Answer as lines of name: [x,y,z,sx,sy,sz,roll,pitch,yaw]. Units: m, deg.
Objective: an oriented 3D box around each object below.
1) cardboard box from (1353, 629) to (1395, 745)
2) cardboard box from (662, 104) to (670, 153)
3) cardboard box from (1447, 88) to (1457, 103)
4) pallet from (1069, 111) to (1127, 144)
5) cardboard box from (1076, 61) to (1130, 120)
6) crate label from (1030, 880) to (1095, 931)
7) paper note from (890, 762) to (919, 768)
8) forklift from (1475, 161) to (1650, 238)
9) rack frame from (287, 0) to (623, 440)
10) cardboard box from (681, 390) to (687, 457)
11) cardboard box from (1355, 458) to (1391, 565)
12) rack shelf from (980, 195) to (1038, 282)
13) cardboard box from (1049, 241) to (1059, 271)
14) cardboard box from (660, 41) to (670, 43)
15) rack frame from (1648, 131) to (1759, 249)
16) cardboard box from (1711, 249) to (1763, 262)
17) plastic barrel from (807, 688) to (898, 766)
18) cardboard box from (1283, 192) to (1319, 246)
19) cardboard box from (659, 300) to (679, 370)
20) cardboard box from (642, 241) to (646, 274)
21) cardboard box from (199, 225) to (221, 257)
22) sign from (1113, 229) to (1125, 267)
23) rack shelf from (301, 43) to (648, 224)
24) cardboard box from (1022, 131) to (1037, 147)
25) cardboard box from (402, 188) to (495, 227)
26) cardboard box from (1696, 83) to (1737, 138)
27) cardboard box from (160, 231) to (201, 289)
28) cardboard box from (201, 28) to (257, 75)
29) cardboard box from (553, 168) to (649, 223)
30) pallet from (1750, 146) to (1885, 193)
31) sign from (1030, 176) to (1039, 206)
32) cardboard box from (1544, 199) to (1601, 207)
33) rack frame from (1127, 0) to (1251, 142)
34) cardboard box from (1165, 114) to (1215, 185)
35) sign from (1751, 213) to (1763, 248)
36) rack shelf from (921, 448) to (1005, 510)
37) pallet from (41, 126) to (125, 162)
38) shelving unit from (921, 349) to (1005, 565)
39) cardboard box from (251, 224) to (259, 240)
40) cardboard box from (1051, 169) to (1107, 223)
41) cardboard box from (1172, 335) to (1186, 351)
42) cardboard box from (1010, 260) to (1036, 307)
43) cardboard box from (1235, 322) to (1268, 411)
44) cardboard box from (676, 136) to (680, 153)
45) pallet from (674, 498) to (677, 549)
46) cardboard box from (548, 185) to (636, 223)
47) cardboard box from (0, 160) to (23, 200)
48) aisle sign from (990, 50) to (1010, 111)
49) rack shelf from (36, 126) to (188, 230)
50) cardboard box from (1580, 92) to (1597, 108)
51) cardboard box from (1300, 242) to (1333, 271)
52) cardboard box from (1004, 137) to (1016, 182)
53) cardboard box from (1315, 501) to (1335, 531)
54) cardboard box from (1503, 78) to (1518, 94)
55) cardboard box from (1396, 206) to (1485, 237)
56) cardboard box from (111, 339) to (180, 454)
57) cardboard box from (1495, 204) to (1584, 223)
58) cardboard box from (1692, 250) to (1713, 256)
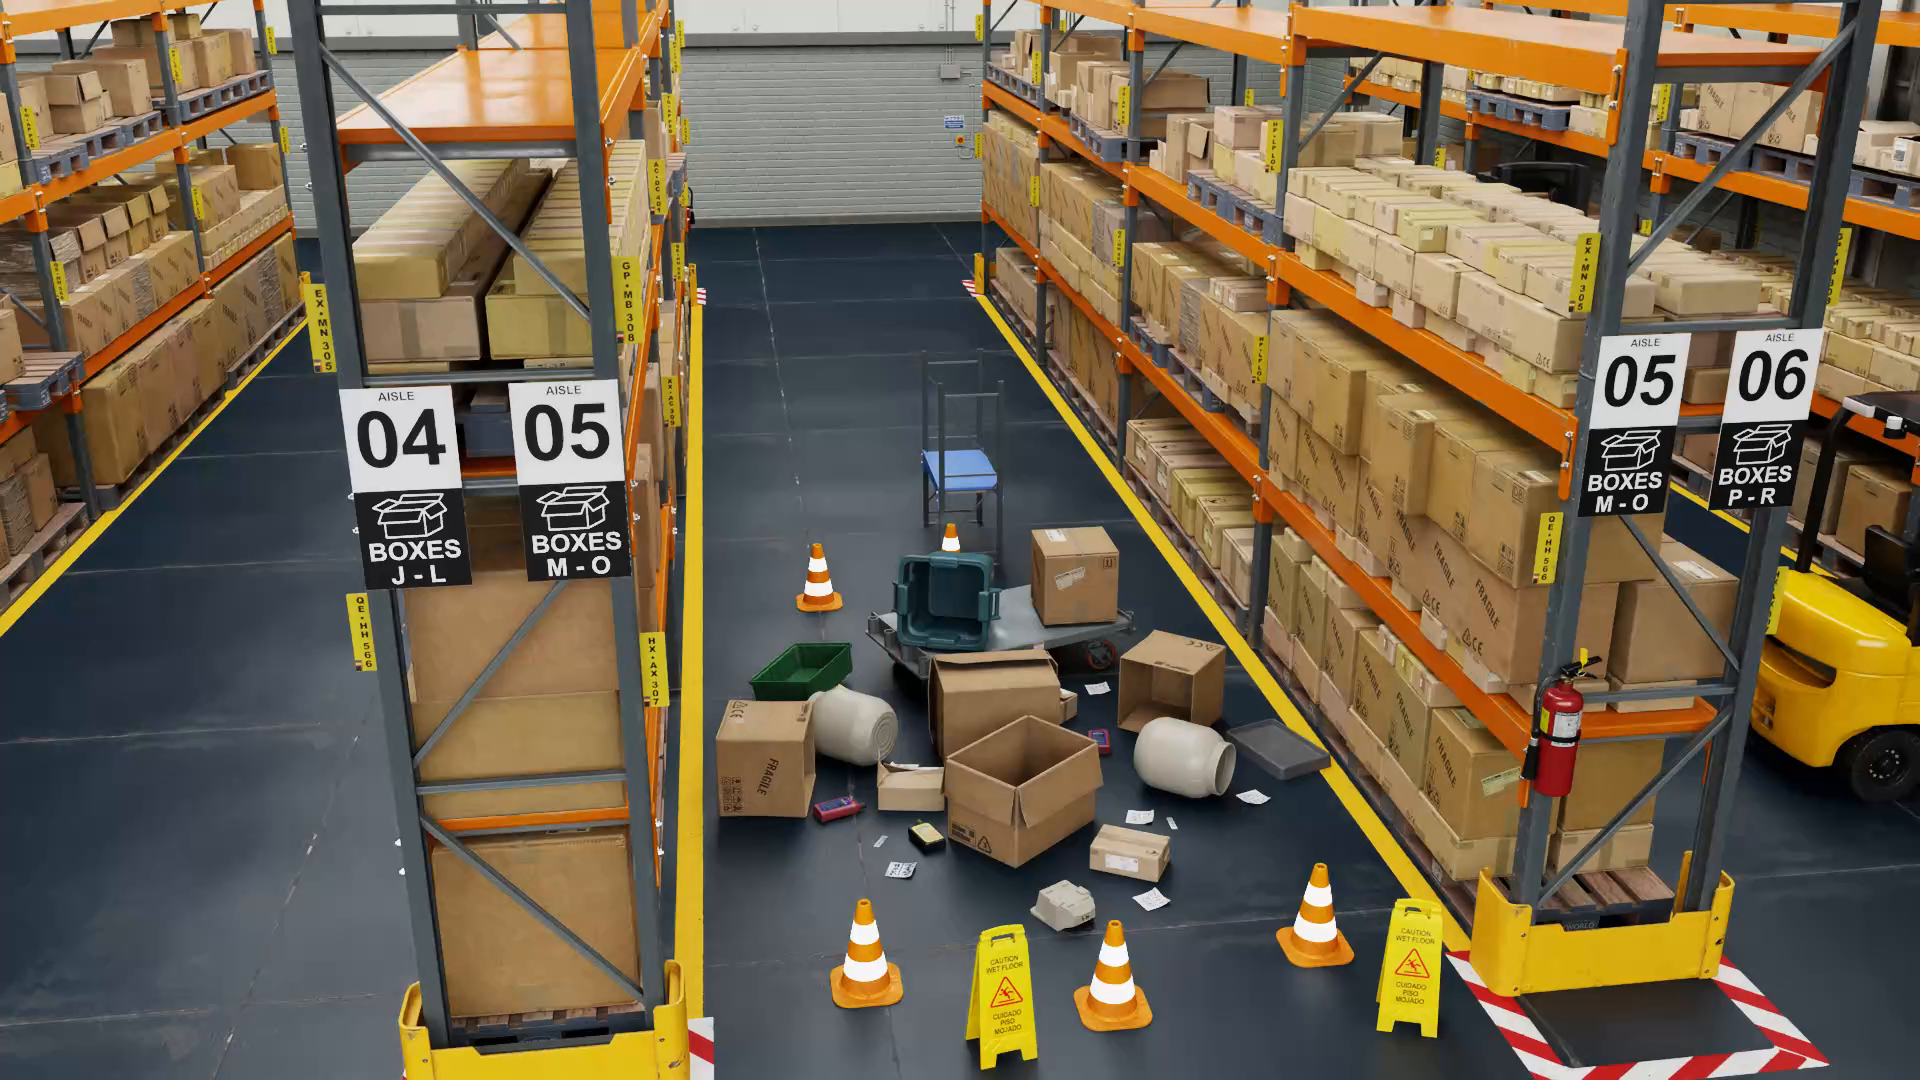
cardboard box: [2.588,0.826,9.475,0.500,0.500,0.500,-3,21,-9]
cardboard box: [-2.750,-3.442,14.216,0.500,0.500,0.500,-3,21,-8]
cardboard box: [5.911,-5.182,19.377,0.380,0.149,0.250,-3,21,-8]
pallet: [1.643,-3.988,16.089,1.003,0.211,1.213,-2,21,-5]
cardboard box: [1.412,-4.308,15.934,0.500,0.500,0.500,-3,21,-7]
crate label: [0.543,1.868,8.519,0.250,0.136,0.298,-15,25,-35]
paper note: [-0.348,1.378,9.994,0.172,0.023,0.155,4,21,11]
forklift: [4.758,-1.503,13.552,1.130,2.935,3.031,-3,21,-8]
rack frame: [-1.778,-1.820,5.727,1.000,3.000,0.127,-3,21,-8]
cardboard box: [-2.781,-1.063,15.247,0.500,0.500,0.500,-4,21,-10]
cardboard box: [2.564,-0.178,9.337,0.500,0.500,0.500,-3,21,-7]
rack shelf: [1.088,-3.804,20.643,1.077,0.370,4.000,-3,21,-8]
cardboard box: [1.254,-3.034,17.766,0.500,0.250,0.500,-3,21,-9]
cardboard box: [-3.592,-5.760,19.493,0.380,0.149,0.250,-2,21,-7]
rack frame: [6.864,-2.316,15.629,1.000,3.000,0.127,-3,21,-8]
cardboard box: [7.111,-2.564,15.223,0.380,0.149,0.250,-2,21,-6]
plastic barrel: [-0.673,1.128,10.091,0.512,0.421,0.421,12,24,30]
cardboard box: [2.322,-1.987,10.251,0.500,0.250,0.500,-3,21,-9]
cardboard box: [-2.600,-1.684,13.794,0.500,0.500,0.500,-3,21,-8]
cardboard box: [-1.839,-1.464,8.677,0.380,0.149,0.250,-3,21,-7]
cardboard box: [-8.239,-3.194,17.770,0.500,0.250,0.500,-3,21,-9]
sign: [1.404,-2.577,14.674,0.100,0.325,0.005,-3,21,-8]
rack shelf: [-2.066,-1.988,7.777,1.077,0.370,4.000,-3,21,-8]
cardboard box: [0.934,-4.714,19.550,0.380,0.149,0.250,-3,21,-8]
cardboard box: [-2.382,-1.542,7.746,0.380,0.149,0.250,-3,21,-7]
cardboard box: [6.727,-3.748,14.291,0.500,0.500,0.500,-3,21,-7]
cardboard box: [-8.093,-2.848,16.911,0.500,0.500,0.500,-3,21,-8]
cardboard box: [-8.879,-5.852,19.925,0.700,0.500,0.500,-4,21,-11]
cardboard box: [-2.029,-1.955,9.421,0.500,0.250,0.500,-3,21,-8]
pallet: [7.215,-3.015,13.484,1.003,0.211,1.213,-2,21,-5]
sign: [0.827,-3.863,18.421,0.100,0.325,0.005,-3,21,-8]
cardboard box: [6.324,-3.314,17.559,0.700,0.500,0.500,-3,21,-8]
rack frame: [1.953,-4.874,13.905,1.000,3.000,0.127,-3,21,-8]
cardboard box: [2.079,-3.187,13.533,0.700,0.500,0.500,-3,21,-8]
sign: [7.413,-2.887,15.504,0.100,0.325,0.005,-3,21,-8]
rack shelf: [0.012,-0.505,13.438,0.538,0.185,1.000,-3,21,-8]
pallet: [-8.163,-3.488,14.751,1.003,0.211,1.213,-2,21,-5]
shelving unit: [0.012,-0.673,13.375,0.538,1.500,1.048,-3,21,-8]
cardboard box: [-8.410,-3.580,19.374,0.380,0.149,0.250,-3,21,-7]
cardboard box: [1.256,-3.622,17.556,0.500,0.500,0.500,-3,21,-8]
cardboard box: [1.948,-1.649,13.602,0.380,0.149,0.250,-2,21,-5]
cardboard box: [1.134,-3.290,21.300,0.875,0.438,0.875,-2,21,-6]
cardboard box: [2.236,-1.210,11.501,0.500,0.500,0.500,-3,21,-9]
cardboard box: [-3.463,-4.342,19.057,0.500,0.500,0.500,-3,21,-7]
pallet: [-2.892,-0.196,13.940,1.003,0.211,1.213,-3,21,-8]
cardboard box: [-1.730,-1.574,7.833,0.380,0.149,0.250,-3,21,-7]
cardboard box: [-7.542,-2.747,12.710,0.500,0.250,0.500,-3,21,-8]
aisle sign: [0.502,-6.062,21.944,0.394,0.787,0.004,-3,21,-8]
rack shelf: [-8.142,-3.325,15.072,1.077,0.370,4.000,-3,21,-8]
cardboard box: [6.415,-4.395,16.553,0.380,0.149,0.250,-2,21,-6]
cardboard box: [2.312,-1.753,10.193,0.380,0.149,0.250,-3,21,-8]
cardboard box: [0.823,-4.639,20.279,0.500,0.500,0.500,-3,21,-8]
cardboard box: [2.415,-0.173,10.252,0.380,0.149,0.250,-2,21,-6]
cardboard box: [6.025,-4.842,17.722,0.380,0.149,0.250,-3,21,-7]
cardboard box: [2.558,-1.680,8.860,0.380,0.149,0.250,-3,21,-7]
cardboard box: [-8.054,-1.314,15.385,1.225,0.875,0.875,-3,21,-8]
cardboard box: [3.109,-1.709,8.938,0.380,0.149,0.250,-3,21,-7]
cardboard box: [6.619,-2.541,15.162,0.380,0.149,0.250,-2,21,-6]
